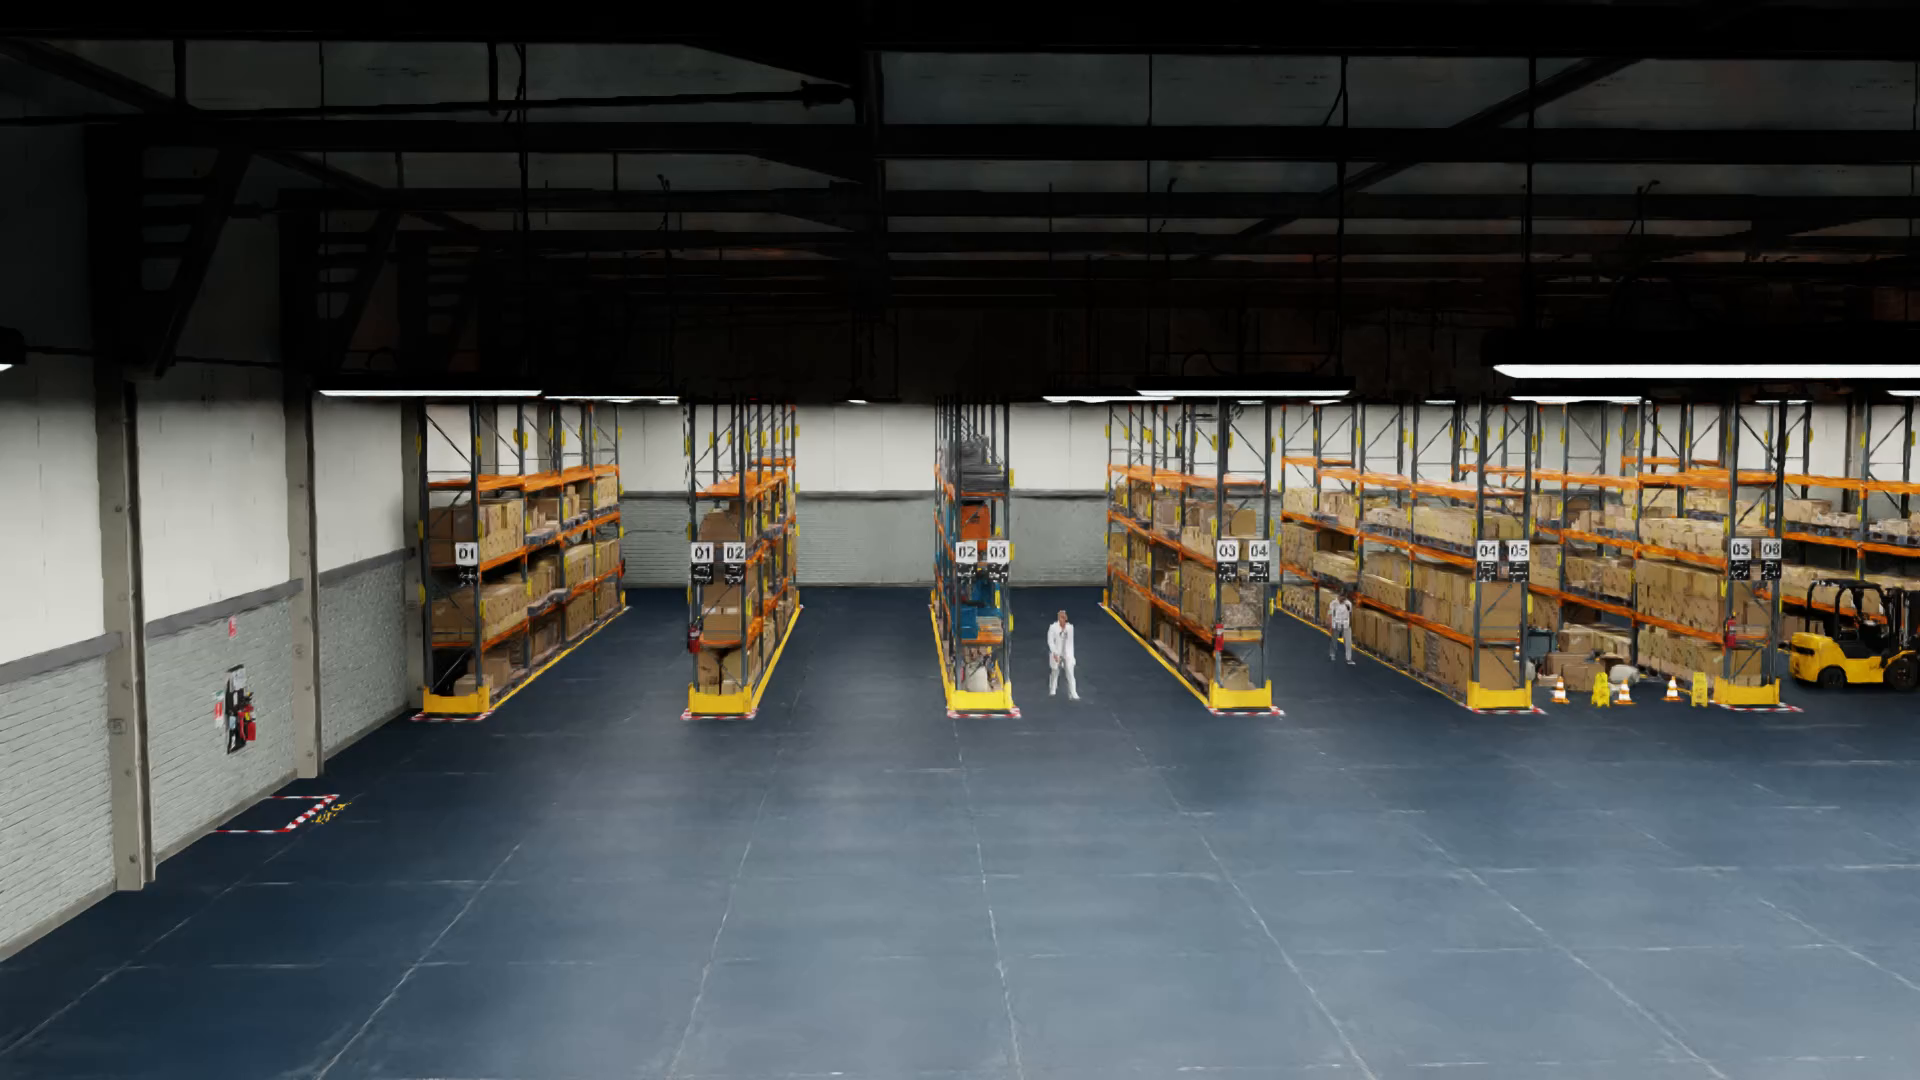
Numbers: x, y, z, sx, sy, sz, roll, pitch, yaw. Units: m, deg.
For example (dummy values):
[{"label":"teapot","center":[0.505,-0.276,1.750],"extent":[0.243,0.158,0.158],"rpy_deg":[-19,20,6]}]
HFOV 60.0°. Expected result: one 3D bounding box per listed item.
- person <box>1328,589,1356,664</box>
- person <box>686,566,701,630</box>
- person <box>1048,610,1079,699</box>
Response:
[{"label":"person","center":[8.466,1.901,37.003],"extent":[0.544,1.672,1.112],"rpy_deg":[0,5,0]},{"label":"person","center":[-6.792,1.456,42.652],"extent":[0.431,1.683,0.555],"rpy_deg":[-3,5,-32]},{"label":"person","center":[1.995,2.235,32.647],"extent":[0.580,1.715,1.103],"rpy_deg":[-1,5,-10]}]
